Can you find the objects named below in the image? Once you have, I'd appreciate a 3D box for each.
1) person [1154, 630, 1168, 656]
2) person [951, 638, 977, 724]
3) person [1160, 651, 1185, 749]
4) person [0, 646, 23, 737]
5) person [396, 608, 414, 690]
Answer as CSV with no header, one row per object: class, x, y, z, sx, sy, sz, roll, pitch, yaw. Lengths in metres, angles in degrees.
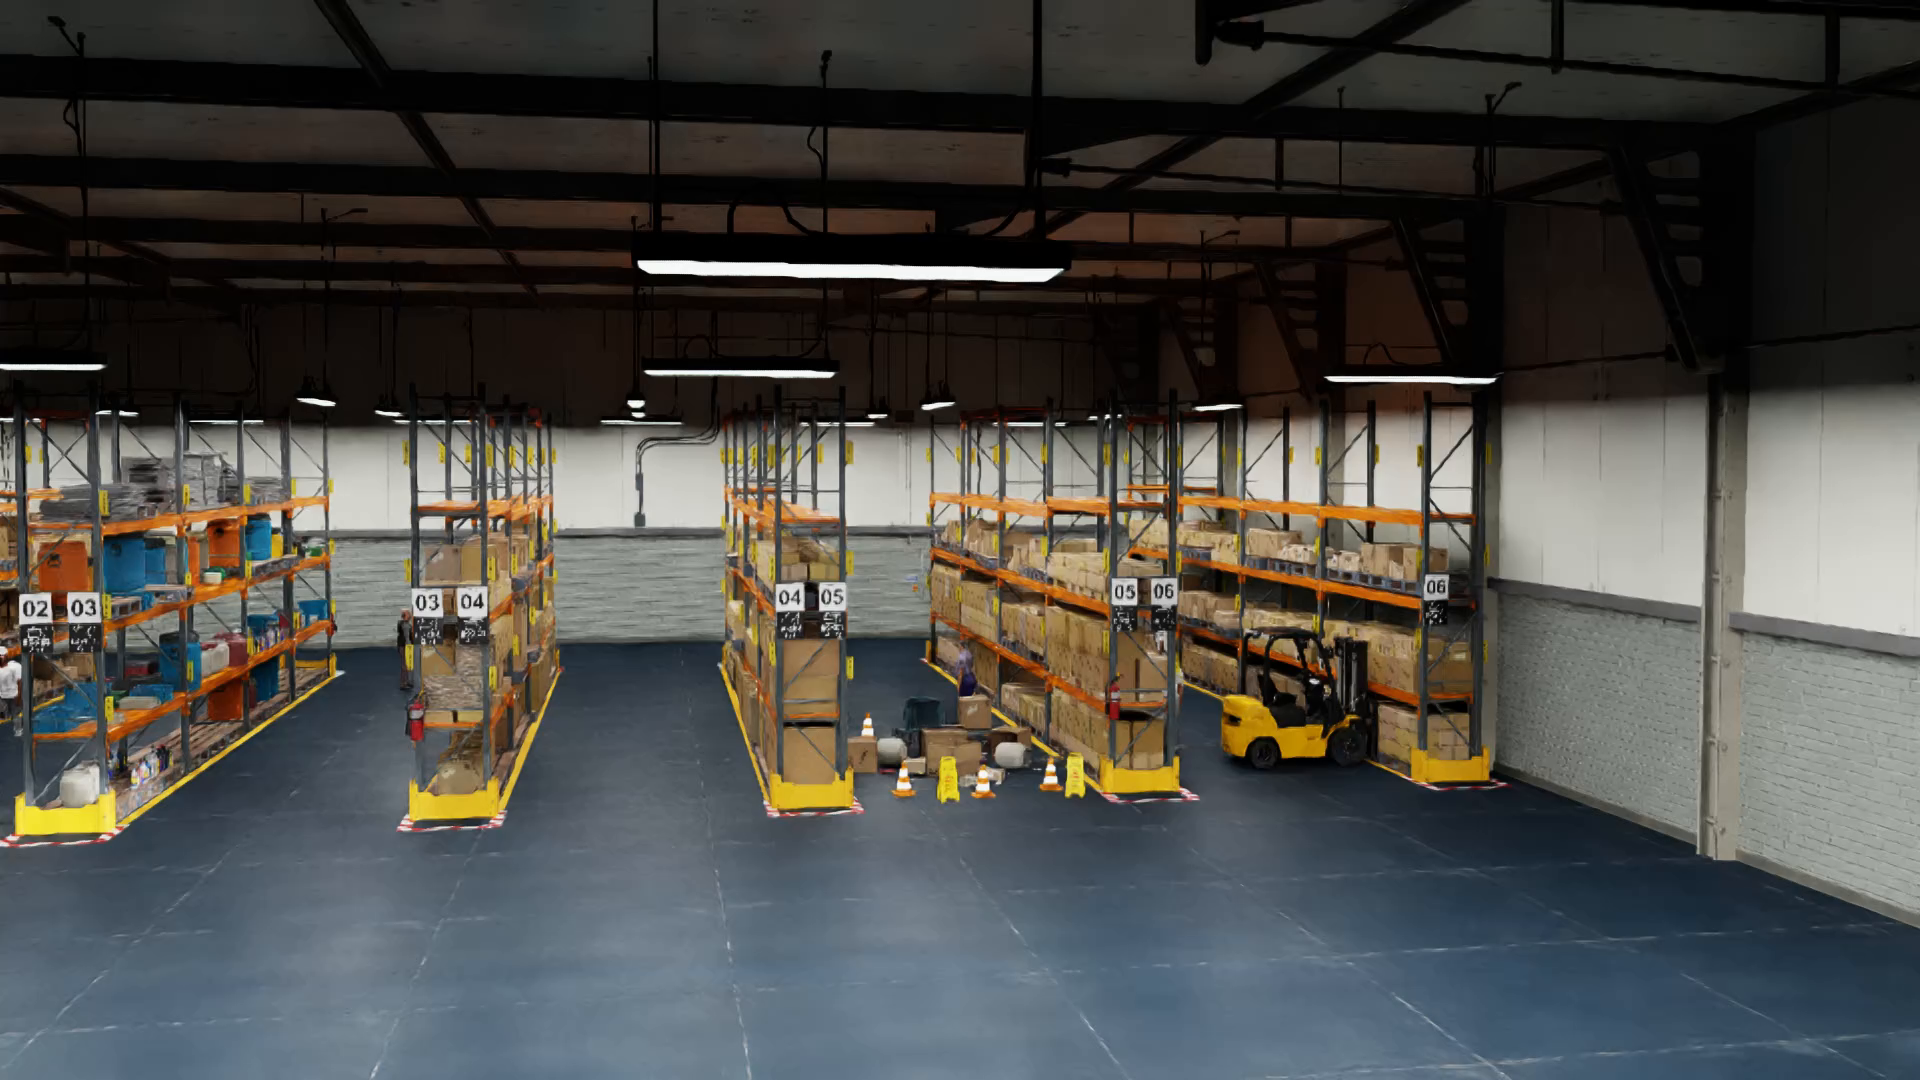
person,4.262,2.378,35.095,0.560,1.663,0.586,1,3,10
person,0.066,2.630,30.493,0.551,1.630,0.598,1,3,14
person,3.622,2.717,28.480,0.449,1.671,0.531,-3,4,-41
person,-16.635,2.679,28.956,0.575,1.689,1.128,-1,3,-13
person,-11.836,2.319,35.573,0.401,1.726,0.627,-2,3,-30
